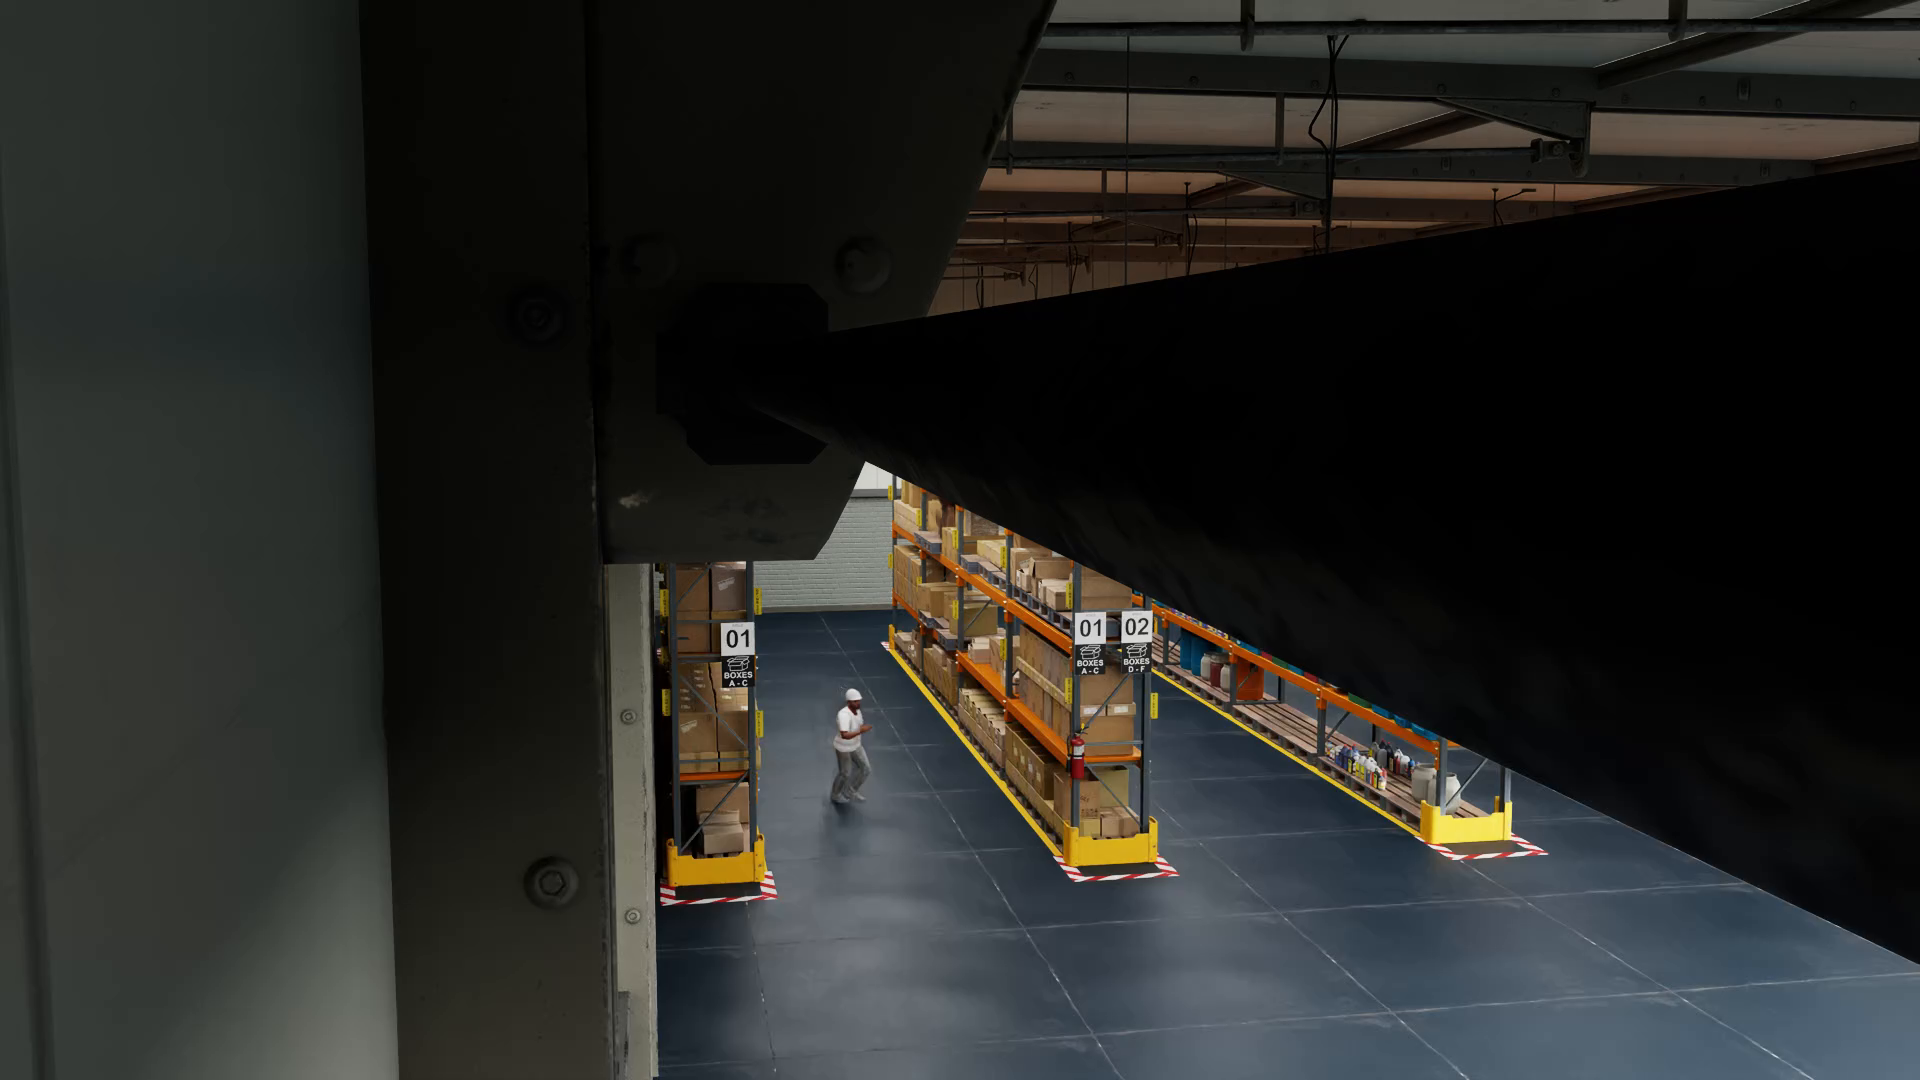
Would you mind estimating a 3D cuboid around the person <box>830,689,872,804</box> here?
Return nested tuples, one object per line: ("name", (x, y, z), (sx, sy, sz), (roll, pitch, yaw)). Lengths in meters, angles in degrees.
("person", (-1.570, 2.947, 23.509), (0.865, 1.716, 0.636), (4, 8, 35))
